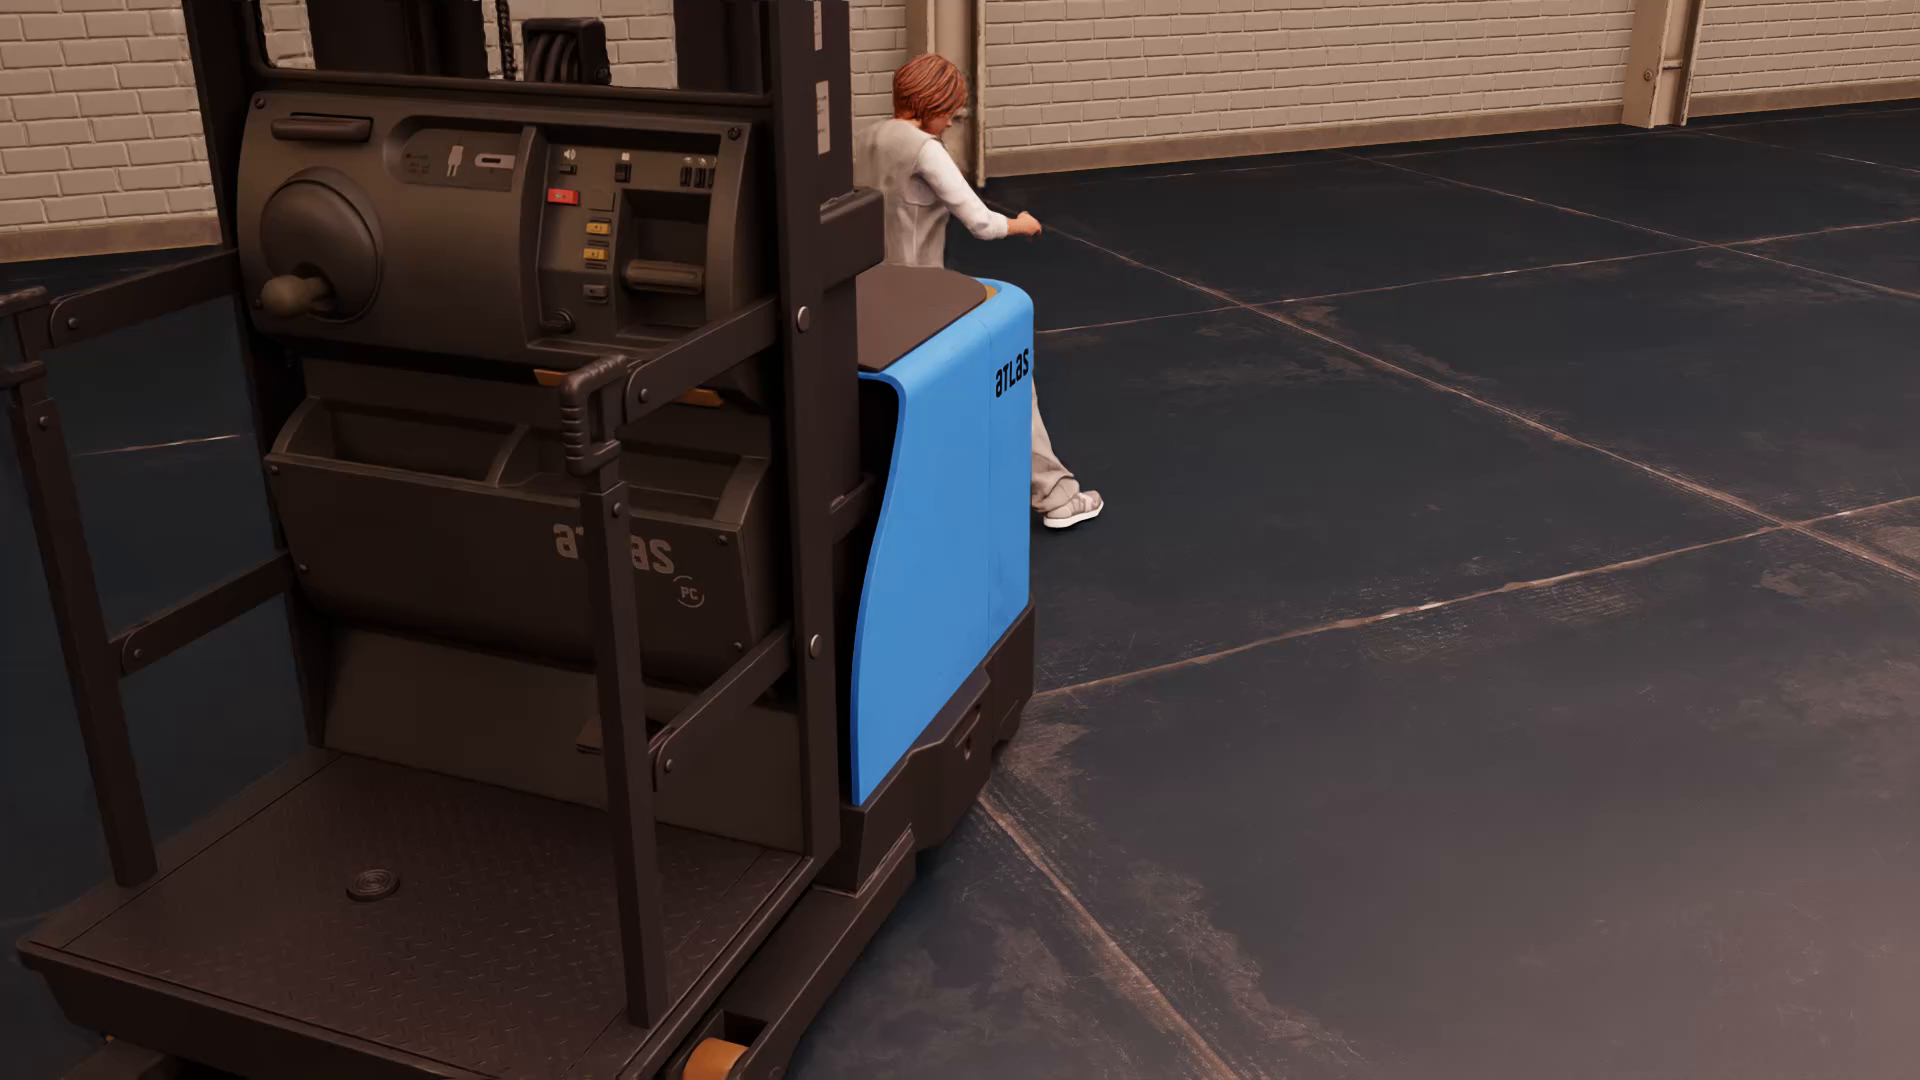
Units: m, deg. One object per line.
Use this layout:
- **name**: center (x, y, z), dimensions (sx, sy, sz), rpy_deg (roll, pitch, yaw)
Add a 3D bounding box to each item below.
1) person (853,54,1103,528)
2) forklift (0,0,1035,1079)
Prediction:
- **person**: center (-0.065, -0.823, 5.295), dimensions (0.630, 1.374, 1.141), rpy_deg (-14, 26, -30)
- **forklift**: center (-0.827, -0.477, 2.435), dimensions (1.130, 2.935, 3.031), rpy_deg (8, 24, 19)
